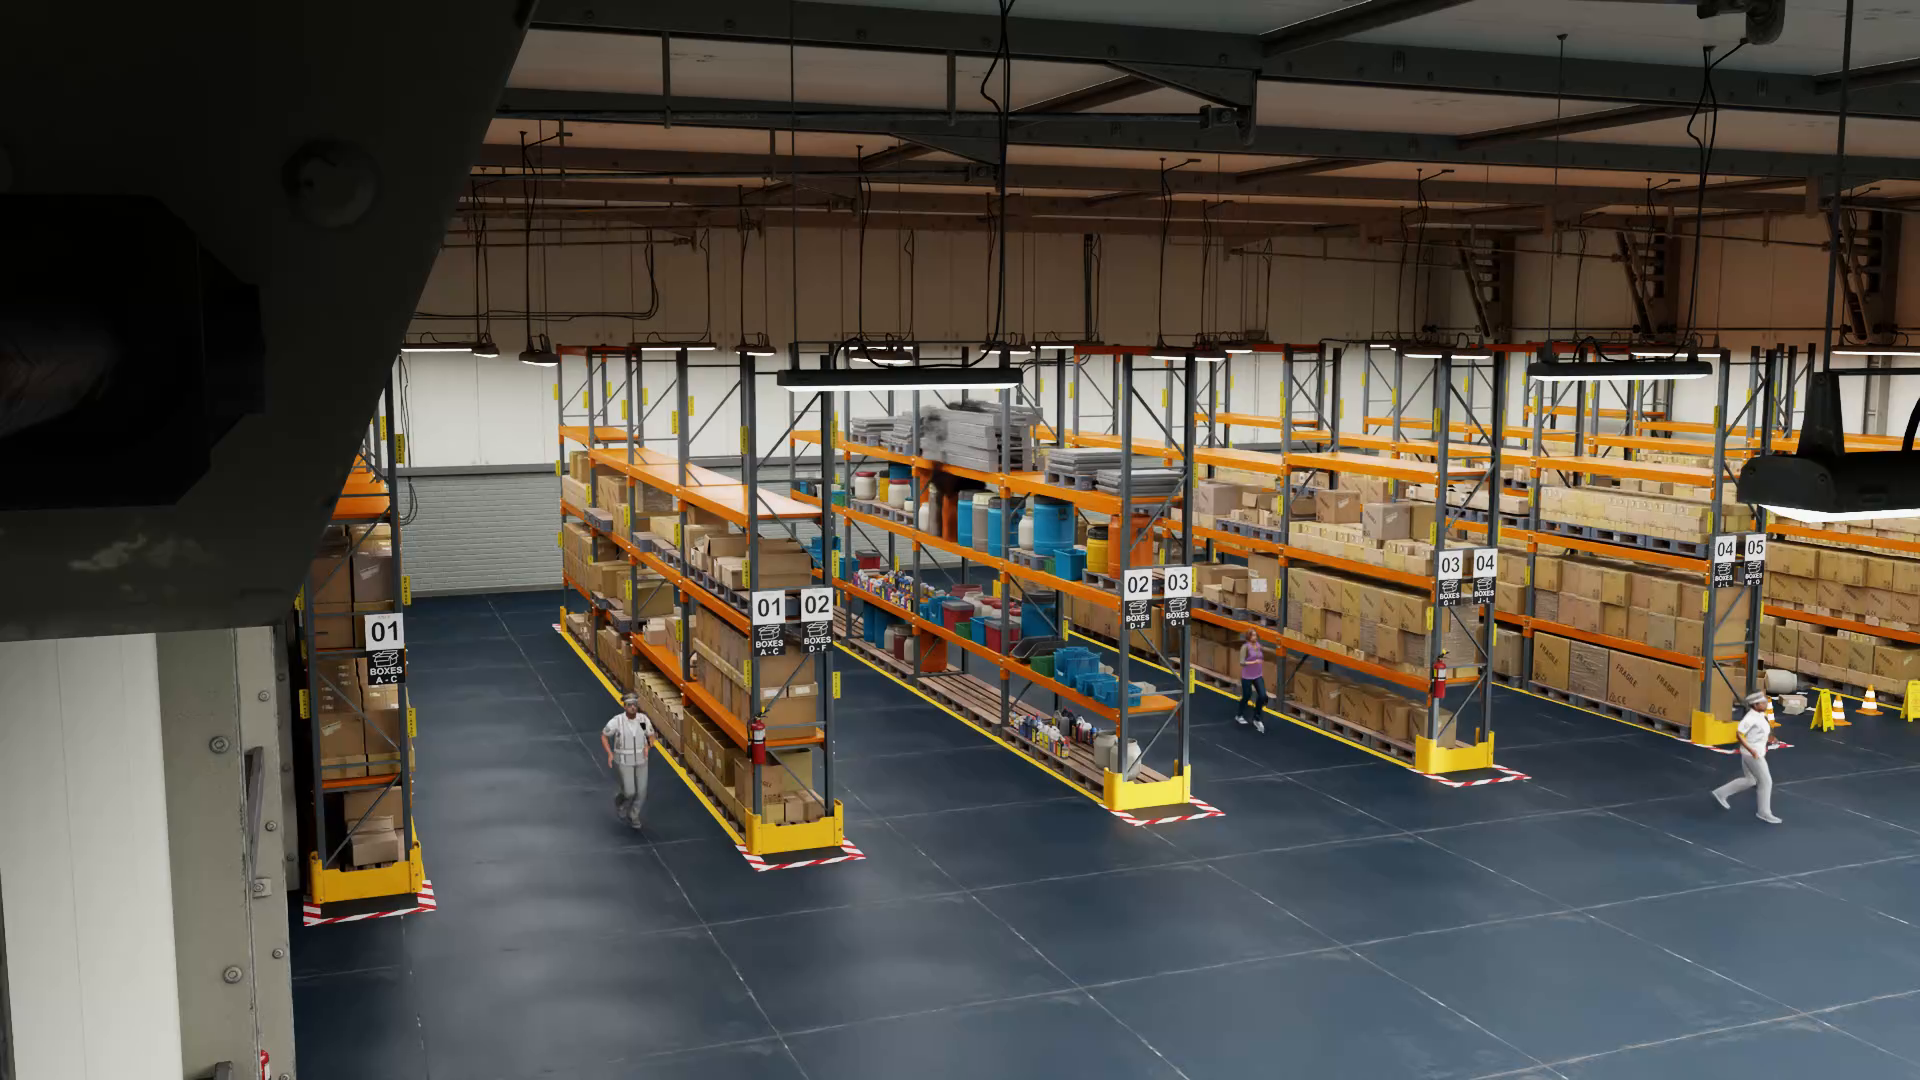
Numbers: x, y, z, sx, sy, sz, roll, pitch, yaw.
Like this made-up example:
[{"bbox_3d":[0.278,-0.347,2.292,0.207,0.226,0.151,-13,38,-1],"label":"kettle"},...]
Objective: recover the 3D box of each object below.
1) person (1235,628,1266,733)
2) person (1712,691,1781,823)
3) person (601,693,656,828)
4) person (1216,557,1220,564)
[{"bbox_3d":[4.610,2.200,26.298,0.516,1.636,0.685,-3,8,-25],"label":"person"},{"bbox_3d":[10.217,2.775,21.521,0.836,1.709,0.571,4,8,26],"label":"person"},{"bbox_3d":[-4.158,2.801,21.087,0.665,1.737,0.593,-4,8,-28],"label":"person"},{"bbox_3d":[5.254,1.185,33.937,0.635,1.673,0.564,-3,8,-20],"label":"person"}]
